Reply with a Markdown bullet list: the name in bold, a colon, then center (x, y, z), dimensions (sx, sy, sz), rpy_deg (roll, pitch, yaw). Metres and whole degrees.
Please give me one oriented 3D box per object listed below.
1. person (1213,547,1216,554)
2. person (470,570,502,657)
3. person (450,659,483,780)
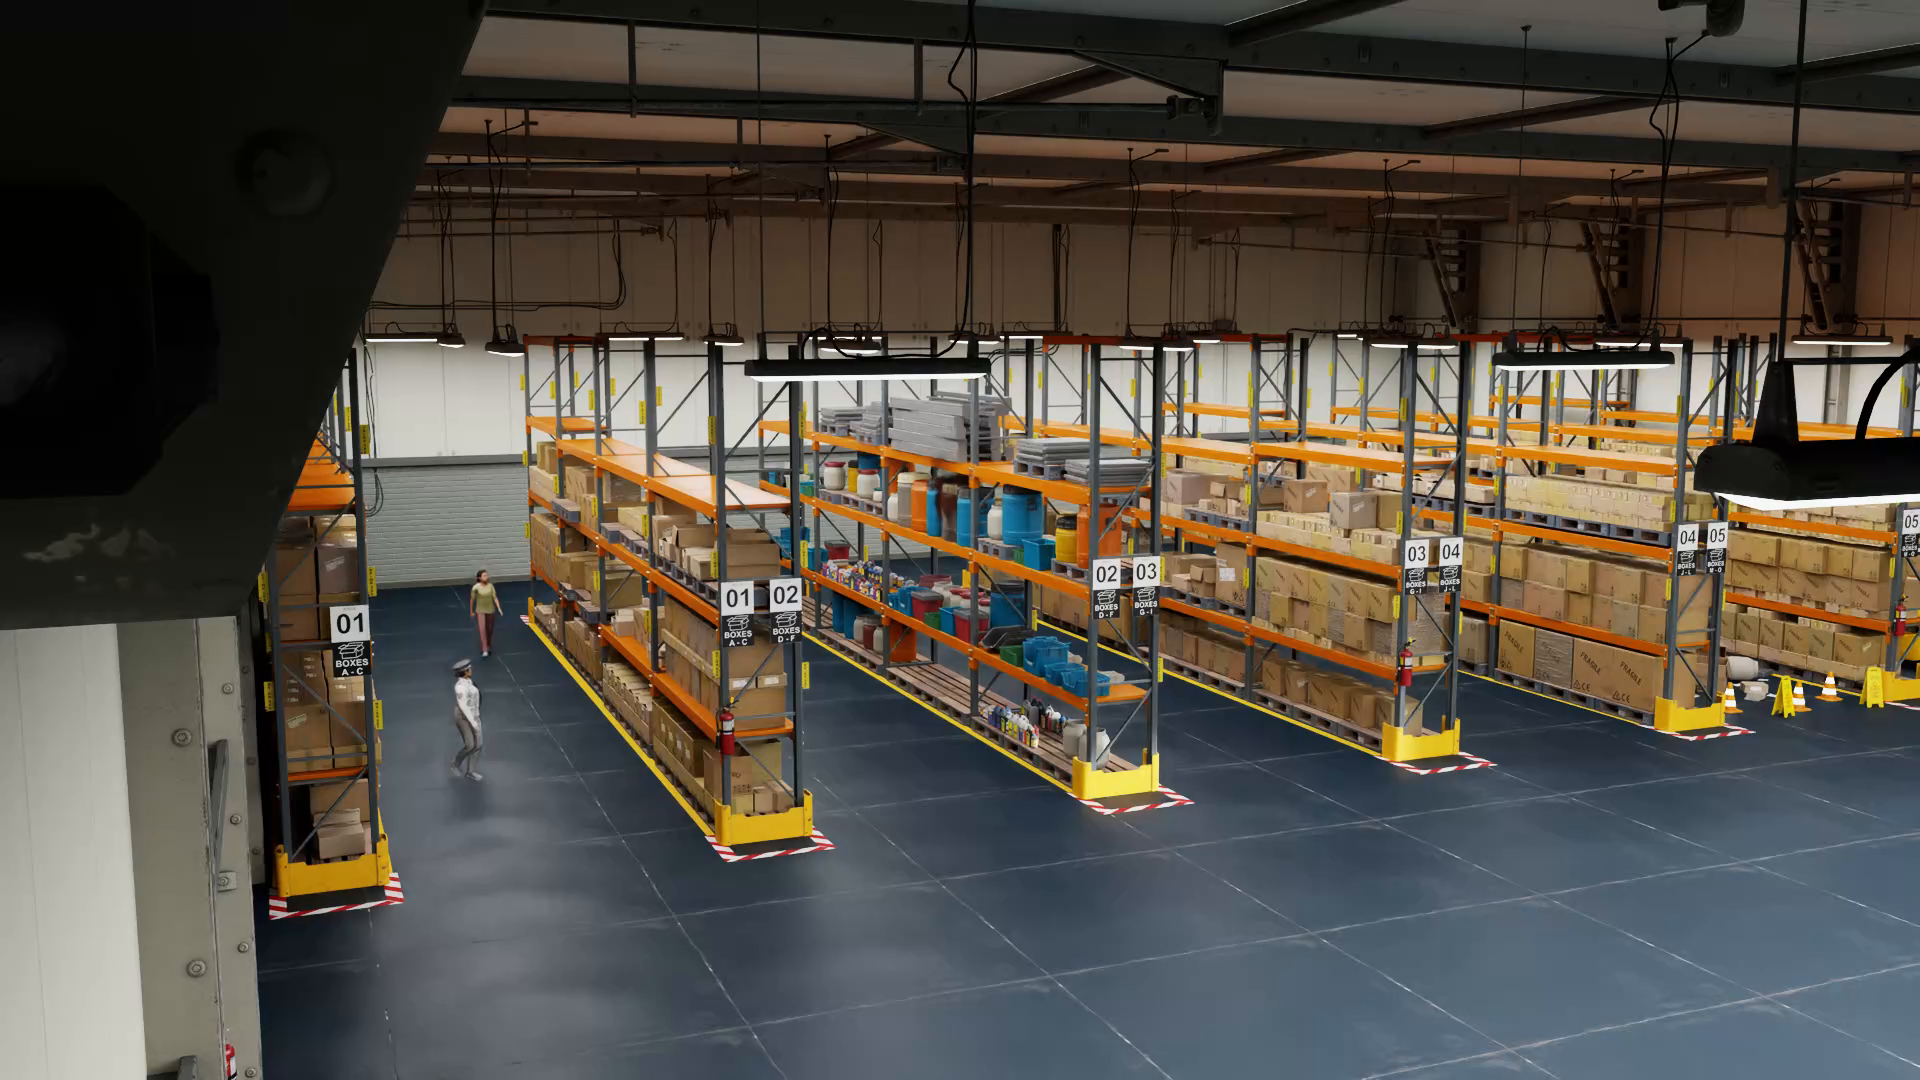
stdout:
- **person**: center (6.960, -0.422, 44.791), dimensions (0.418, 1.578, 0.443), rpy_deg (6, 9, 37)
- **person**: center (-8.925, 1.358, 31.311), dimensions (0.567, 1.612, 1.039), rpy_deg (-3, 8, -24)
- **person**: center (-6.781, 2.472, 22.962), dimensions (0.503, 1.687, 0.557), rpy_deg (2, 8, 18)
